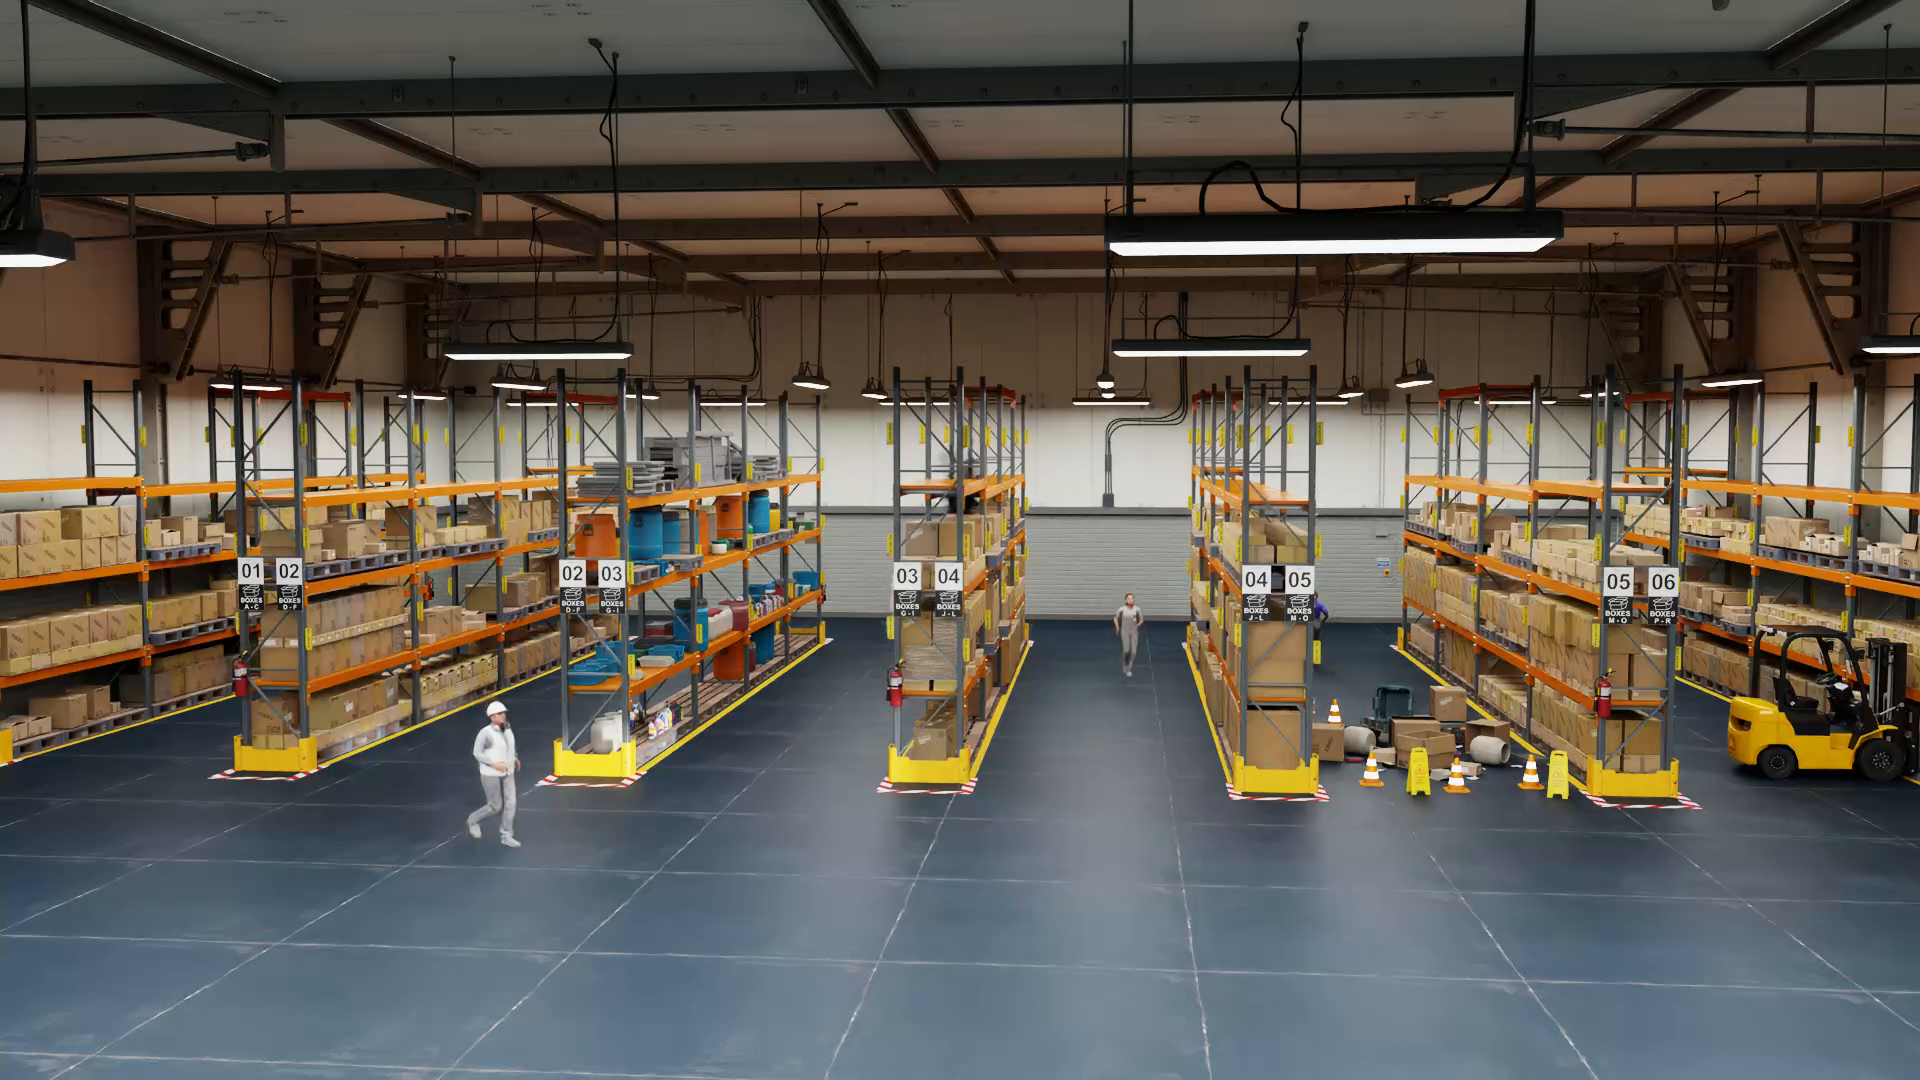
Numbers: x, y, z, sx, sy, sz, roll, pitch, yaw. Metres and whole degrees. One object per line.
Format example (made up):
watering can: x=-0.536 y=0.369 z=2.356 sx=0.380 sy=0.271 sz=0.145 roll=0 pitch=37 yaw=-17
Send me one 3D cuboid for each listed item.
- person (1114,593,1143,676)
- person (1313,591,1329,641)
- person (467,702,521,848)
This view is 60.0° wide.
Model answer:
person: x=3.328 y=1.867 z=32.656 sx=0.566 sy=1.643 sz=0.517 roll=0 pitch=4 yaw=-1
person: x=7.804 y=1.918 z=36.644 sx=0.584 sy=1.612 sz=0.739 roll=0 pitch=4 yaw=-2
person: x=-5.695 y=2.862 z=20.406 sx=0.765 sy=1.771 sz=0.684 roll=2 pitch=4 yaw=30
